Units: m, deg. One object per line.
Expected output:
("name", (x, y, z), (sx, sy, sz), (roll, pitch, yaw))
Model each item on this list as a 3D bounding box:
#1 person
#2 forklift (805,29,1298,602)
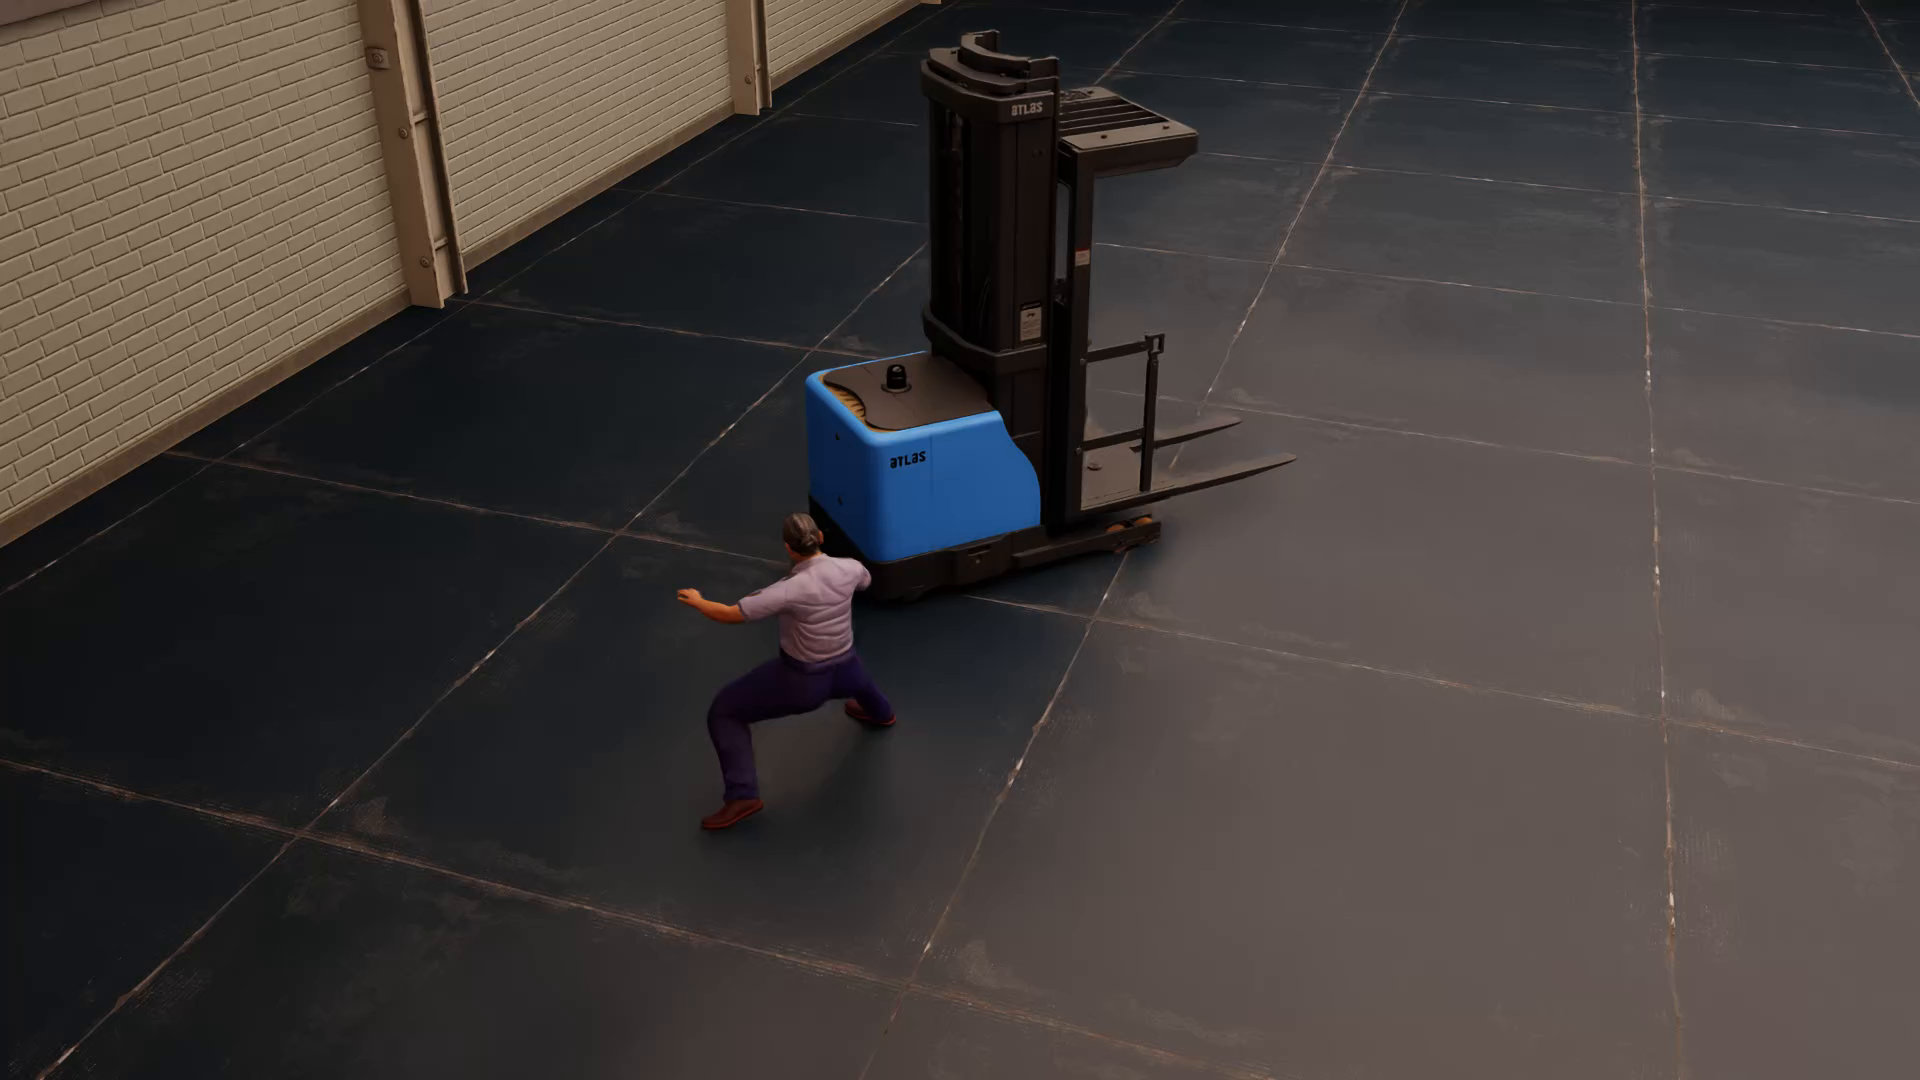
("person", (-0.785, 0.503, 7.766), (1.228, 1.432, 0.635), (-20, 35, -30))
("forklift", (0.644, -1.418, 9.624), (3.031, 2.935, 1.130), (-14, 32, -23))
